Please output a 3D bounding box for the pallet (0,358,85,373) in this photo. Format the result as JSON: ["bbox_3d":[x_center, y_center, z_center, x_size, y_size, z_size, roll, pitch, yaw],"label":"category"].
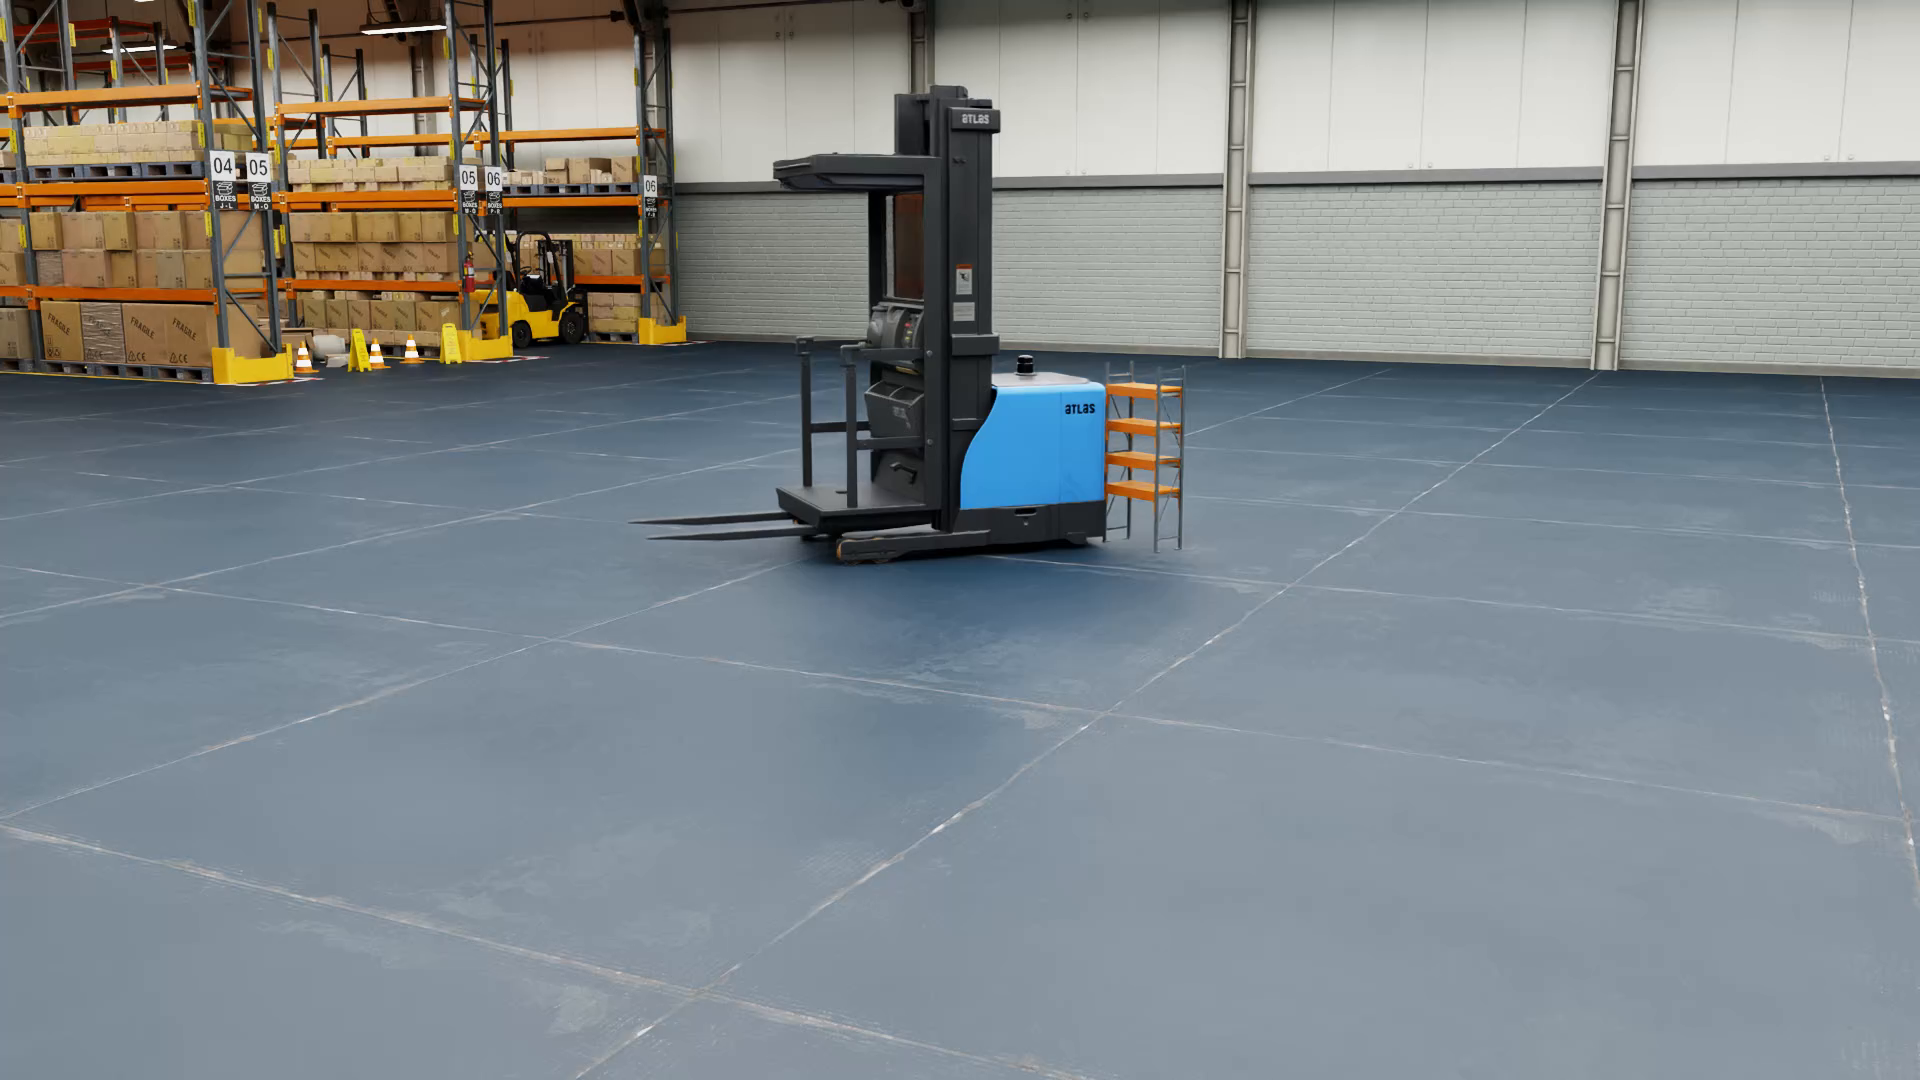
[{"bbox_3d":[-14.463,-2.759,25.882,1.213,0.211,1.003,5,11,26],"label":"pallet"}]

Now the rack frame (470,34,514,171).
[{"bbox_3d":[-9.445,-8.626,33.624,0.127,3.000,1.000,5,11,26],"label":"rack frame"}]

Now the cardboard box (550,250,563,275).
[{"bbox_3d":[-7.792,-5.525,33.056,0.500,0.500,0.500,5,11,26],"label":"cardboard box"}]

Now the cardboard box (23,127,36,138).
[{"bbox_3d":[-13.562,-6.000,24.543,0.250,0.149,0.380,5,11,26],"label":"cardboard box"}]

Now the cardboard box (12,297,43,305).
[{"bbox_3d":[-18.221,-4.636,33.212,0.875,0.875,0.875,5,12,28],"label":"cardboard box"}]

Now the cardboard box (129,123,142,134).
[{"bbox_3d":[-11.512,-5.820,23.550,0.250,0.149,0.380,5,11,26],"label":"cardboard box"}]

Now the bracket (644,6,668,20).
[{"bbox_3d":[-5.869,-10.191,32.166,0.430,0.232,0.235,5,11,26],"label":"bracket"}]

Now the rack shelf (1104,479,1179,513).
[{"bbox_3d":[1.206,-0.293,10.973,0.258,0.148,0.480,-8,13,-36],"label":"rack shelf"}]

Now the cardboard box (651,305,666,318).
[{"bbox_3d":[-6.188,-4.529,32.967,0.500,0.250,0.500,5,12,27],"label":"cardboard box"}]

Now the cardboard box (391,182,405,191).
[{"bbox_3d":[-9.398,-5.985,28.159,0.250,0.149,0.380,5,11,25],"label":"cardboard box"}]

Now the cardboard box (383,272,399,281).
[{"bbox_3d":[-9.659,-4.527,28.526,0.250,0.149,0.380,5,11,25],"label":"cardboard box"}]

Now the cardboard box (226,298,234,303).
[{"bbox_3d":[-16.285,-5.207,37.417,0.500,0.500,0.500,6,12,28],"label":"cardboard box"}]

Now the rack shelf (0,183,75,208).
[{"bbox_3d":[-15.531,-5.362,26.032,4.000,0.370,1.077,5,11,26],"label":"rack shelf"}]

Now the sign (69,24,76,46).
[{"bbox_3d":[-13.470,-7.659,25.211,0.005,0.325,0.100,5,11,26],"label":"sign"}]

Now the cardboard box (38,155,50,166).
[{"bbox_3d":[-13.329,-5.588,24.503,0.250,0.149,0.380,5,11,26],"label":"cardboard box"}]

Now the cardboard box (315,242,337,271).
[{"bbox_3d":[-10.907,-4.961,29.105,0.500,0.500,0.500,5,11,26],"label":"cardboard box"}]

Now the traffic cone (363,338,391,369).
[{"bbox_3d":[-9.194,-2.941,26.182,0.334,0.463,0.336,5,11,26],"label":"traffic cone"}]

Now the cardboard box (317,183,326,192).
[{"bbox_3d":[-10.986,-6.138,29.005,0.250,0.149,0.380,5,11,26],"label":"cardboard box"}]

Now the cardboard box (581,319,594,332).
[{"bbox_3d":[-7.306,-4.280,33.000,0.500,0.250,0.500,5,11,26],"label":"cardboard box"}]

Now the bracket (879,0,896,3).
[{"bbox_3d":[-1.232,-9.784,29.915,0.430,0.232,0.235,5,11,26],"label":"bracket"}]

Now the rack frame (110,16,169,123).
[{"bbox_3d":[-15.225,-8.148,30.983,0.127,3.000,1.000,5,11,26],"label":"rack frame"}]

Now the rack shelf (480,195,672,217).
[{"bbox_3d":[-7.652,-6.638,33.084,4.000,0.370,1.077,5,11,26],"label":"rack shelf"}]

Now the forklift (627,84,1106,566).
[{"bbox_3d":[-0.603,-1.388,10.668,3.031,2.935,1.130,-4,11,-21],"label":"forklift"}]

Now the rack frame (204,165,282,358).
[{"bbox_3d":[-10.151,-3.767,23.622,0.127,3.000,1.000,5,11,26],"label":"rack frame"}]

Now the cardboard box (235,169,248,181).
[{"bbox_3d":[-12.678,-6.553,29.836,0.500,0.250,0.500,5,11,27],"label":"cardboard box"}]

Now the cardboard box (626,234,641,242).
[{"bbox_3d":[-6.273,-5.868,32.293,0.250,0.149,0.380,5,11,26],"label":"cardboard box"}]

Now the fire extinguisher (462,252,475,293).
[{"bbox_3d":[-8.152,-4.445,27.585,0.183,0.674,0.296,5,11,26],"label":"fire extinguisher"}]

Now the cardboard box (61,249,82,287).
[{"bbox_3d":[-12.899,-4.089,24.981,0.550,0.550,0.875,5,11,26],"label":"cardboard box"}]

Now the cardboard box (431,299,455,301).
[{"bbox_3d":[-9.145,-3.938,29.004,0.500,0.500,0.500,5,11,24],"label":"cardboard box"}]

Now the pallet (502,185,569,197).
[{"bbox_3d":[-8.669,-7.043,33.550,1.213,0.211,1.003,5,11,26],"label":"pallet"}]

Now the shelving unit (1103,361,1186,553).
[{"bbox_3d":[1.206,-0.555,10.925,0.258,1.200,0.503,-8,13,-36],"label":"shelving unit"}]

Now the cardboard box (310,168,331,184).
[{"bbox_3d":[-10.898,-6.312,28.846,0.500,0.250,0.500,5,11,25],"label":"cardboard box"}]

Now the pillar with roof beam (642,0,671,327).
[{"bbox_3d":[-7.989,-7.822,29.182,0.400,9.000,9.100,5,11,26],"label":"pillar with roof beam"}]

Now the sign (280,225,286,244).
[{"bbox_3d":[-11.881,-5.362,29.182,0.005,0.325,0.100,5,11,26],"label":"sign"}]

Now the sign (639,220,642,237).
[{"bbox_3d":[-6.111,-5.959,31.819,0.005,0.325,0.100,5,11,26],"label":"sign"}]

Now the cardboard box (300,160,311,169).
[{"bbox_3d":[-11.254,-6.533,28.948,0.250,0.149,0.380,5,12,28],"label":"cardboard box"}]

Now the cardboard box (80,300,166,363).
[{"bbox_3d":[-12.395,-3.112,24.791,0.875,0.875,0.875,5,11,26],"label":"cardboard box"}]

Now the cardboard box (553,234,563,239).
[{"bbox_3d":[-7.869,-6.011,33.080,0.250,0.149,0.380,5,11,26],"label":"cardboard box"}]

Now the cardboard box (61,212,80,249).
[{"bbox_3d":[-12.878,-4.628,24.927,0.550,0.550,0.875,5,11,26],"label":"cardboard box"}]

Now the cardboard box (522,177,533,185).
[{"bbox_3d":[-8.488,-7.138,33.069,0.250,0.149,0.380,5,12,28],"label":"cardboard box"}]

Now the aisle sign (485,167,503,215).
[{"bbox_3d":[-7.858,-5.890,28.050,0.004,0.787,0.394,5,11,26],"label":"aisle sign"}]

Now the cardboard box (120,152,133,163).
[{"bbox_3d":[-11.738,-5.448,23.731,0.250,0.149,0.380,5,11,26],"label":"cardboard box"}]

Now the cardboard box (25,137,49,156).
[{"bbox_3d":[-13.423,-5.804,24.577,0.500,0.250,0.500,5,11,26],"label":"cardboard box"}]

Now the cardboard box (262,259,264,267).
[{"bbox_3d":[-12.451,-4.984,29.872,0.250,0.149,0.380,5,11,24],"label":"cardboard box"}]

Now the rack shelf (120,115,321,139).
[{"bbox_3d":[-13.432,-7.440,30.212,4.000,0.370,1.077,5,11,26],"label":"rack shelf"}]

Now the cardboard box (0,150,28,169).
[{"bbox_3d":[-14.442,-5.771,25.230,0.500,0.250,0.500,5,11,26],"label":"cardboard box"}]

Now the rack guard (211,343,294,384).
[{"bbox_3d":[-10.129,-2.535,23.835,0.348,0.500,1.175,5,11,26],"label":"rack guard"}]

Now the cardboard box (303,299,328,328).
[{"bbox_3d":[-11.229,-4.014,29.422,0.500,0.500,0.500,6,12,29],"label":"cardboard box"}]

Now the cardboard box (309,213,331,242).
[{"bbox_3d":[-10.891,-5.455,29.027,0.500,0.500,0.700,5,11,26],"label":"cardboard box"}]

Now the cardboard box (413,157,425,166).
[{"bbox_3d":[-8.936,-6.334,27.846,0.250,0.149,0.380,5,11,25],"label":"cardboard box"}]

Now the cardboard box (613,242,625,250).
[{"bbox_3d":[-6.535,-5.725,32.338,0.250,0.149,0.380,5,12,27],"label":"cardboard box"}]

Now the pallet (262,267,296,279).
[{"bbox_3d":[-12.259,-4.870,30.254,1.213,0.211,1.003,5,11,26],"label":"pallet"}]
